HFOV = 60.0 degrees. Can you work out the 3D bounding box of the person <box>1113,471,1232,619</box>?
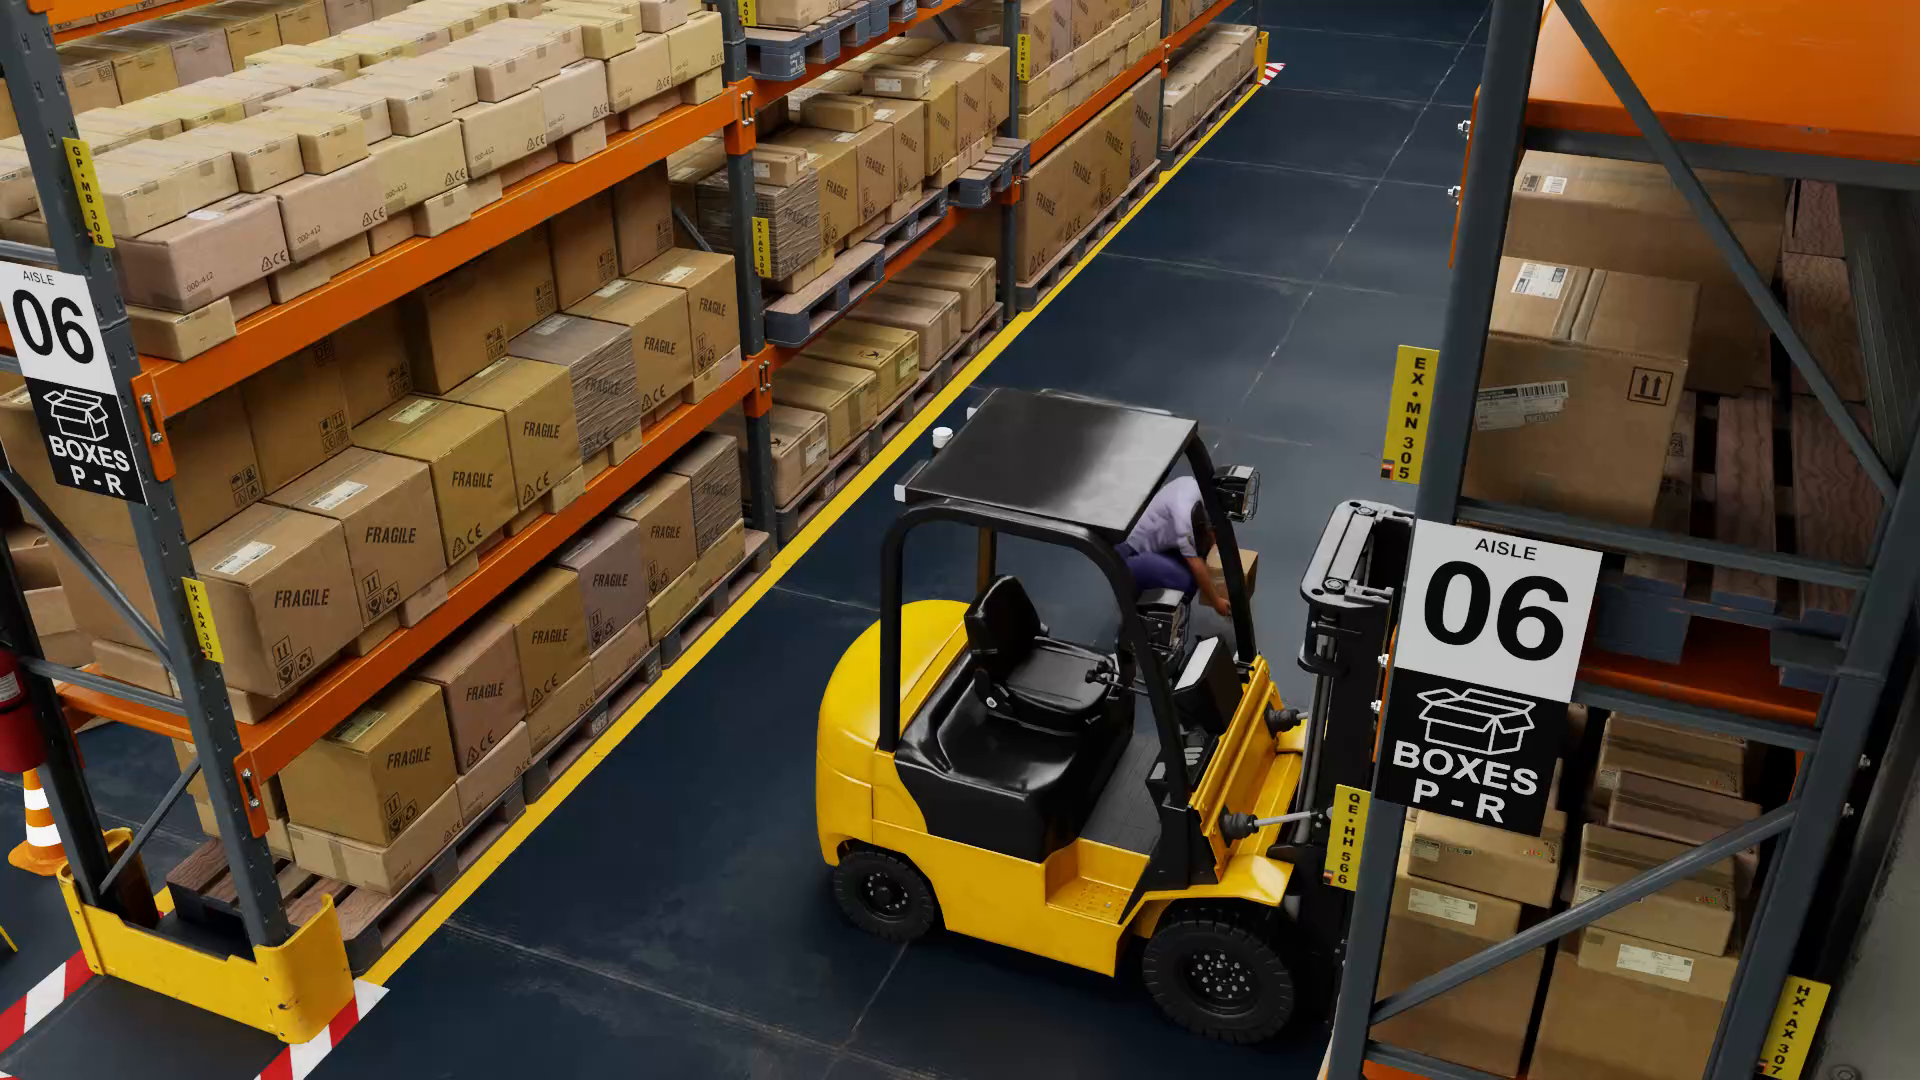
[{"bbox_3d":[1.211,0.037,9.072,0.722,0.940,0.497,11,32,18],"label":"person"}]
